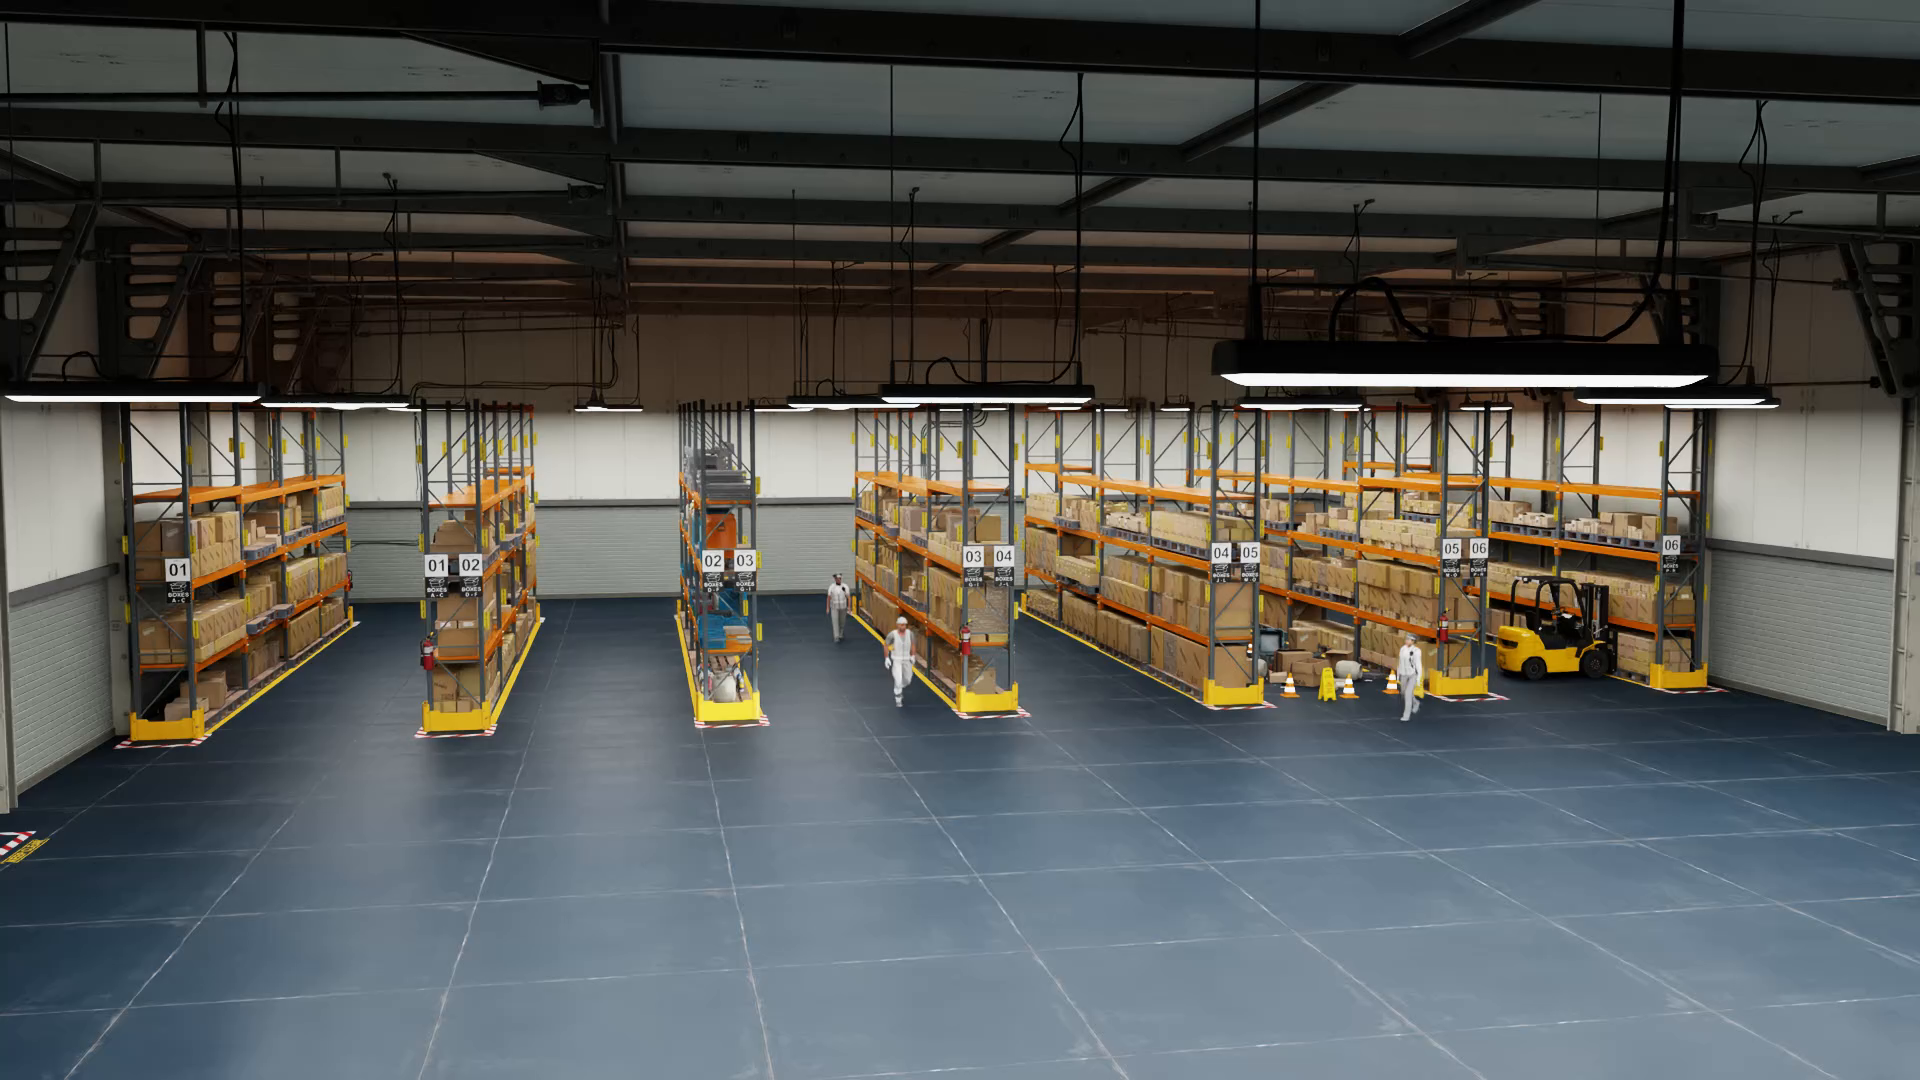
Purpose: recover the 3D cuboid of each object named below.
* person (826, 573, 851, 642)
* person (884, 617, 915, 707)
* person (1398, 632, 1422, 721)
[{"bbox_3d":[-3.058,1.682,41.966,0.598,1.706,1.074,-1,4,-10],"label":"person"},{"bbox_3d":[-1.212,2.373,32.820,0.628,1.767,0.689,-2,5,-23],"label":"person"},{"bbox_3d":[8.461,2.525,31.182,0.497,1.654,0.814,4,6,44],"label":"person"}]
